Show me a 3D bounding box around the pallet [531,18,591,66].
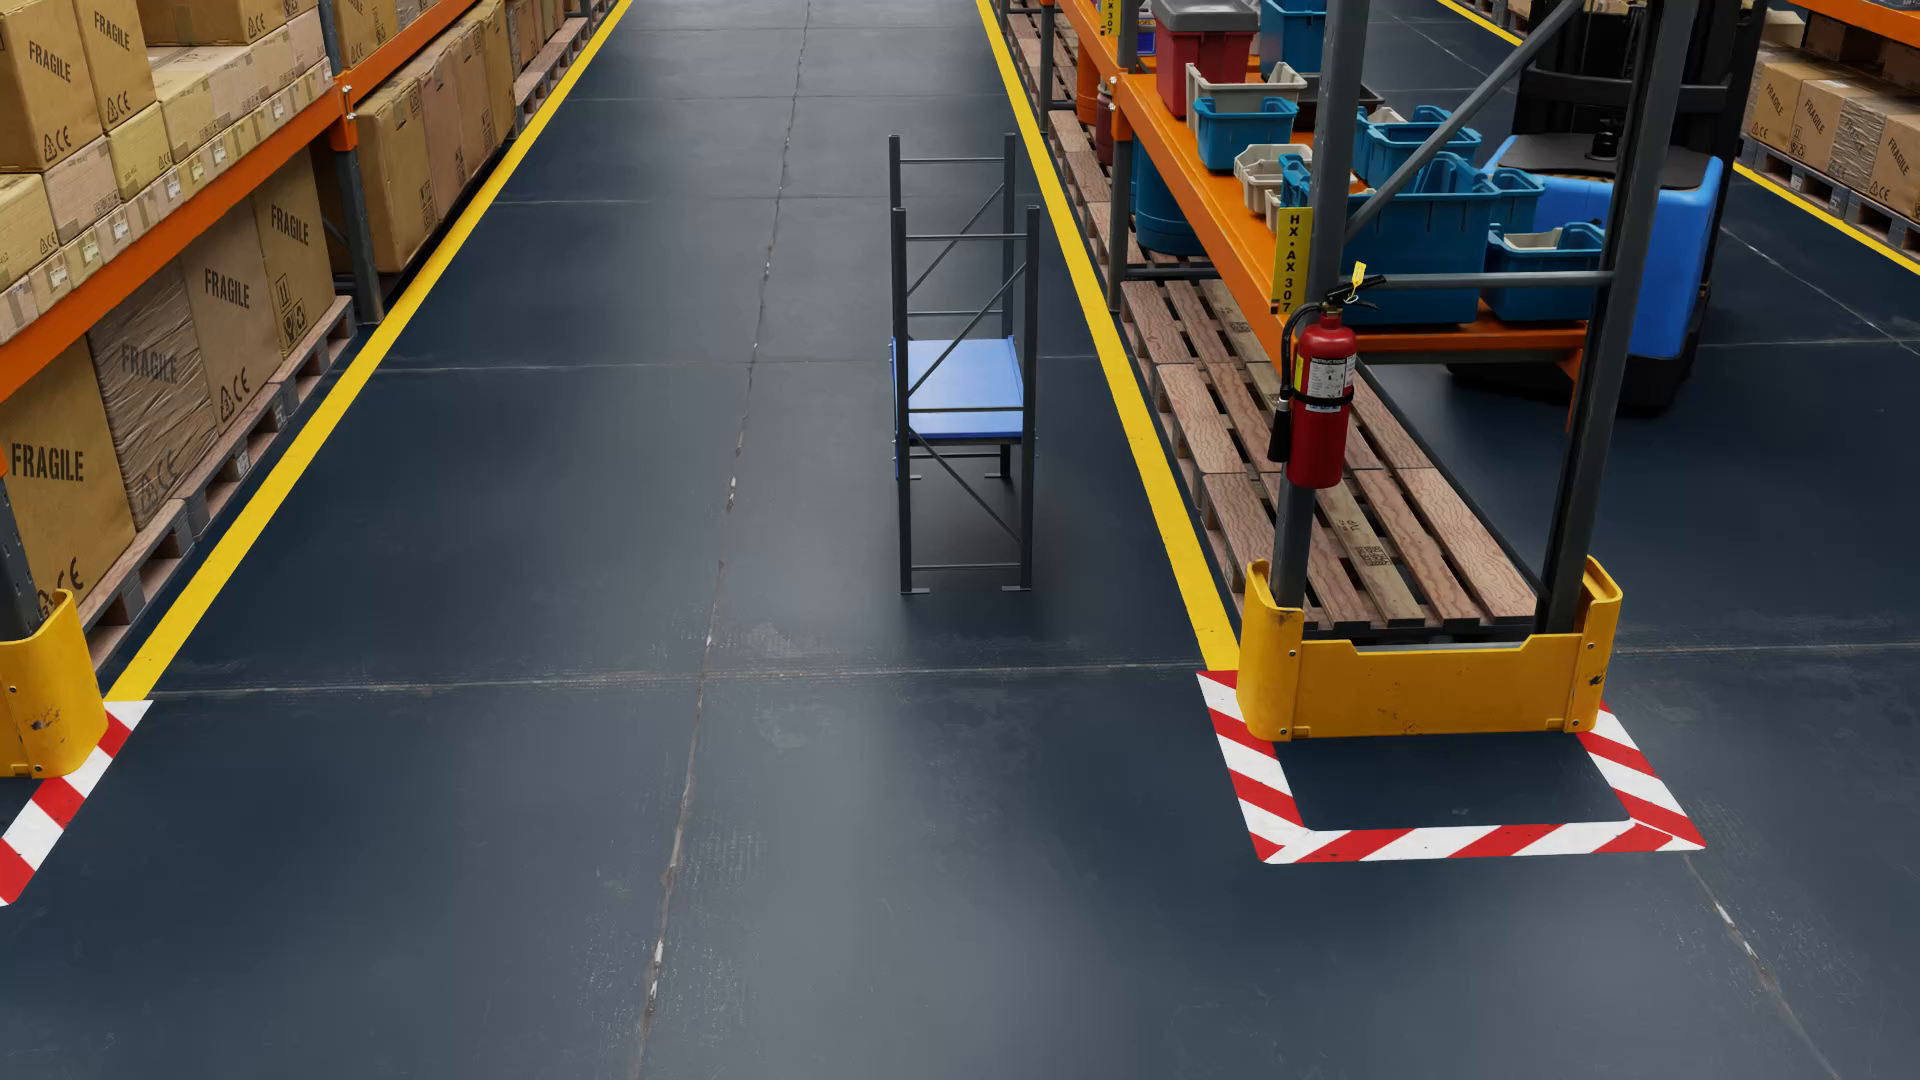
[{"bbox_3d":[-4.005,-4.594,15.331,1.003,0.211,1.213,-1,28,-3],"label":"pallet"}]

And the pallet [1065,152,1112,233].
[{"bbox_3d":[1.251,-2.301,10.934,1.003,0.211,1.213,-1,28,-3],"label":"pallet"}]

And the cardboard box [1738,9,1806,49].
[{"bbox_3d":[6.320,-4.045,13.175,0.500,0.311,0.500,0,28,-1],"label":"cardboard box"}]

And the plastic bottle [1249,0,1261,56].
[{"bbox_3d":[1.620,-2.783,8.895,0.144,0.351,0.185,-1,28,-3],"label":"plastic bottle"}]

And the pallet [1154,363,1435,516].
[{"bbox_3d":[1.460,-0.476,7.434,1.003,0.211,1.213,-1,28,-3],"label":"pallet"}]

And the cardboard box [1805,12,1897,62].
[{"bbox_3d":[6.345,-3.548,11.725,0.500,0.250,0.500,0,28,-1],"label":"cardboard box"}]

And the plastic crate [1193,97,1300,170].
[{"bbox_3d":[1.162,-1.663,6.811,0.416,0.233,0.300,-1,28,-3],"label":"plastic crate"}]

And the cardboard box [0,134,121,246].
[{"bbox_3d":[-3.210,-1.182,5.613,0.500,0.250,0.500,-2,28,-3],"label":"cardboard box"}]

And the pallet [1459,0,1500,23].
[{"bbox_3d":[5.846,-5.560,17.182,1.003,0.211,1.213,-1,28,-3],"label":"pallet"}]

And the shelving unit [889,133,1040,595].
[{"bbox_3d":[-0.004,-0.704,6.479,0.538,1.500,1.048,-1,28,-3],"label":"shelving unit"}]

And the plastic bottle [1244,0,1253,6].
[{"bbox_3d":[1.654,-2.952,9.301,0.152,0.276,0.135,-1,28,-3],"label":"plastic bottle"}]

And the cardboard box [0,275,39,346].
[{"bbox_3d":[-3.110,-0.709,5.138,0.380,0.149,0.250,-1,28,-2],"label":"cardboard box"}]

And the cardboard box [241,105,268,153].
[{"bbox_3d":[-3.233,-1.776,7.184,0.380,0.149,0.250,-1,28,-2],"label":"cardboard box"}]

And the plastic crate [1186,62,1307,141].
[{"bbox_3d":[1.212,-1.880,7.174,0.437,0.282,0.530,-1,28,-3],"label":"plastic crate"}]

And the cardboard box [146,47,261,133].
[{"bbox_3d":[-3.288,-1.889,6.969,0.500,0.250,0.500,-1,28,-2],"label":"cardboard box"}]

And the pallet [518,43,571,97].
[{"bbox_3d":[-3.939,-4.030,14.248,1.003,0.211,1.213,-1,28,-3],"label":"pallet"}]

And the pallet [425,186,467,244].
[{"bbox_3d":[-3.812,-2.179,10.699,1.003,0.211,1.213,-1,28,-3],"label":"pallet"}]

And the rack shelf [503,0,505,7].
[{"bbox_3d":[-3.943,-4.948,13.771,1.077,0.370,4.000,-1,28,-3],"label":"rack shelf"}]

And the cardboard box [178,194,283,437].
[{"bbox_3d":[-3.628,-1.018,7.301,0.875,0.875,0.875,-1,28,-3],"label":"cardboard box"}]

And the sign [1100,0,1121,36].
[{"bbox_3d":[0.767,-2.726,8.433,0.100,0.325,0.005,-1,28,-3],"label":"sign"}]

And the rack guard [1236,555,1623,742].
[{"bbox_3d":[1.539,0.351,5.537,1.175,0.500,0.348,-1,28,-3],"label":"rack guard"}]

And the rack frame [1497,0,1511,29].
[{"bbox_3d":[5.845,-6.428,15.831,1.000,3.000,0.127,-1,28,-3],"label":"rack frame"}]

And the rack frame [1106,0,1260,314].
[{"bbox_3d":[1.316,-2.615,8.521,1.000,3.000,0.127,-1,28,-3],"label":"rack frame"}]

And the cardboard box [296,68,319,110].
[{"bbox_3d":[-3.273,-2.132,7.867,0.380,0.149,0.250,-1,28,-2],"label":"cardboard box"}]

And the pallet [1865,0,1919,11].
[{"bbox_3d":[6.161,-3.598,10.611,1.003,0.211,1.213,-1,28,-3],"label":"pallet"}]

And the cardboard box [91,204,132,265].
[{"bbox_3d":[-3.153,-1.066,5.822,0.380,0.149,0.250,-2,28,-3],"label":"cardboard box"}]

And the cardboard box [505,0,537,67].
[{"bbox_3d":[-3.972,-4.256,13.894,0.700,0.500,0.500,1,28,2],"label":"cardboard box"}]

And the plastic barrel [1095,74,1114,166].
[{"bbox_3d":[1.209,-2.833,11.091,0.600,0.588,0.708,-1,28,-3],"label":"plastic barrel"}]

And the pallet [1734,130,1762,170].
[{"bbox_3d":[6.056,-2.998,12.271,1.003,0.211,1.213,-1,28,-3],"label":"pallet"}]

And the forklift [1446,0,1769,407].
[{"bbox_3d":[3.509,-2.575,8.518,1.130,2.935,3.031,13,30,23],"label":"forklift"}]

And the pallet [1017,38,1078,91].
[{"bbox_3d":[1.045,-4.147,14.473,1.003,0.211,1.213,-1,28,-3],"label":"pallet"}]

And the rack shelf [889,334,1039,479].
[{"bbox_3d":[-0.004,-0.545,6.562,0.538,0.185,1.000,-1,28,-3],"label":"rack shelf"}]

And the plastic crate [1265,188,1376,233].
[{"bbox_3d":[1.301,-1.184,5.997,0.396,0.136,0.243,-1,28,-3],"label":"plastic crate"}]

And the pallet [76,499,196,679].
[{"bbox_3d":[-3.541,0.220,6.099,1.003,0.211,1.213,-1,28,-3],"label":"pallet"}]

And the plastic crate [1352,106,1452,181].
[{"bbox_3d":[1.757,-1.589,6.670,0.416,0.233,0.300,-1,28,-3],"label":"plastic crate"}]

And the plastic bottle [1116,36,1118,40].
[{"bbox_3d":[0.954,-2.903,9.207,0.152,0.276,0.135,-1,28,-3],"label":"plastic bottle"}]

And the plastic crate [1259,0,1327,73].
[{"bbox_3d":[1.681,-2.428,8.113,0.392,0.384,0.575,-1,28,-3],"label":"plastic crate"}]

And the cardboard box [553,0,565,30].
[{"bbox_3d":[-4.037,-4.993,15.307,0.700,0.500,0.500,-3,28,-7],"label":"cardboard box"}]

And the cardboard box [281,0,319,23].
[{"bbox_3d":[-3.339,-2.688,7.690,0.500,0.500,0.500,-1,28,-1],"label":"cardboard box"}]

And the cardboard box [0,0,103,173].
[{"bbox_3d":[-3.202,-1.506,5.423,0.500,0.500,0.500,-2,28,-4],"label":"cardboard box"}]

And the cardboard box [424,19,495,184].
[{"bbox_3d":[-3.785,-2.856,10.826,1.225,0.875,0.875,-1,28,-2],"label":"cardboard box"}]

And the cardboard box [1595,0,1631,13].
[{"bbox_3d":[5.724,-4.505,14.057,0.500,0.311,0.500,-2,28,-3],"label":"cardboard box"}]

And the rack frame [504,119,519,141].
[{"bbox_3d":[-3.839,-4.343,11.834,1.000,3.000,0.127,-1,28,-3],"label":"rack frame"}]

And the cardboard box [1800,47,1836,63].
[{"bbox_3d":[6.338,-3.241,11.948,0.500,0.500,0.500,0,28,-1],"label":"cardboard box"}]

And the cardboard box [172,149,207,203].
[{"bbox_3d":[-3.192,-1.419,6.500,0.380,0.149,0.250,-2,28,-4],"label":"cardboard box"}]

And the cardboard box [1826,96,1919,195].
[{"bbox_3d":[5.908,-2.501,10.529,0.500,0.500,0.500,-1,28,-2],"label":"cardboard box"}]

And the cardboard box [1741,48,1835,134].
[{"bbox_3d":[5.826,-3.209,11.886,0.500,0.500,0.500,-2,28,-5],"label":"cardboard box"}]

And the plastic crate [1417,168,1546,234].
[{"bbox_3d":[1.807,-1.147,5.821,0.416,0.233,0.300,-1,28,-3],"label":"plastic crate"}]

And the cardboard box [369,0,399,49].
[{"bbox_3d":[-3.431,-2.991,9.133,0.500,0.500,0.500,-1,28,-3],"label":"cardboard box"}]
